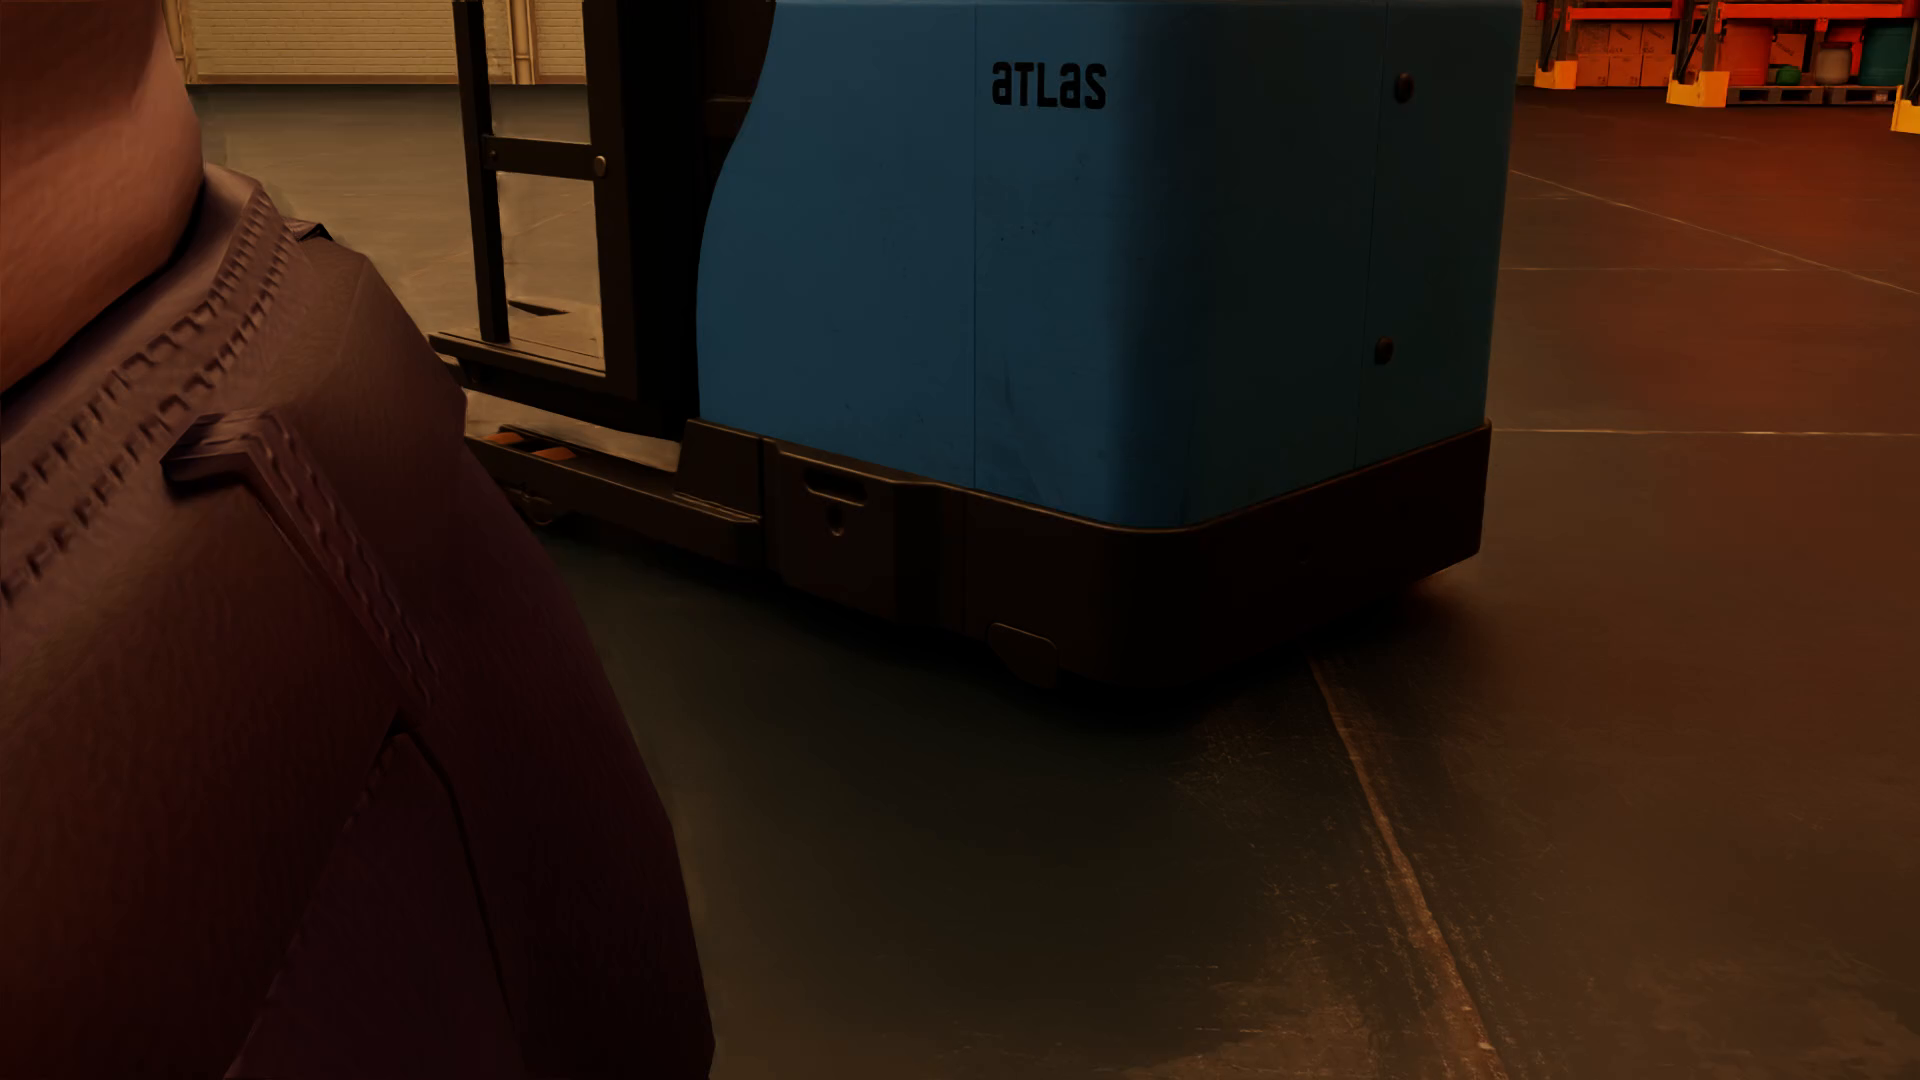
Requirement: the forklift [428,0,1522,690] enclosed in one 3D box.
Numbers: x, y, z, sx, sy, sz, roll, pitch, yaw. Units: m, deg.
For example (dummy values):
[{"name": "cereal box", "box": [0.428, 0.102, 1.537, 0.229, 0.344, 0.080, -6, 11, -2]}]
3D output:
[{"name": "forklift", "box": [-0.444, -1.525, 3.339, 3.031, 2.935, 1.130, 16, 23, 42]}]
